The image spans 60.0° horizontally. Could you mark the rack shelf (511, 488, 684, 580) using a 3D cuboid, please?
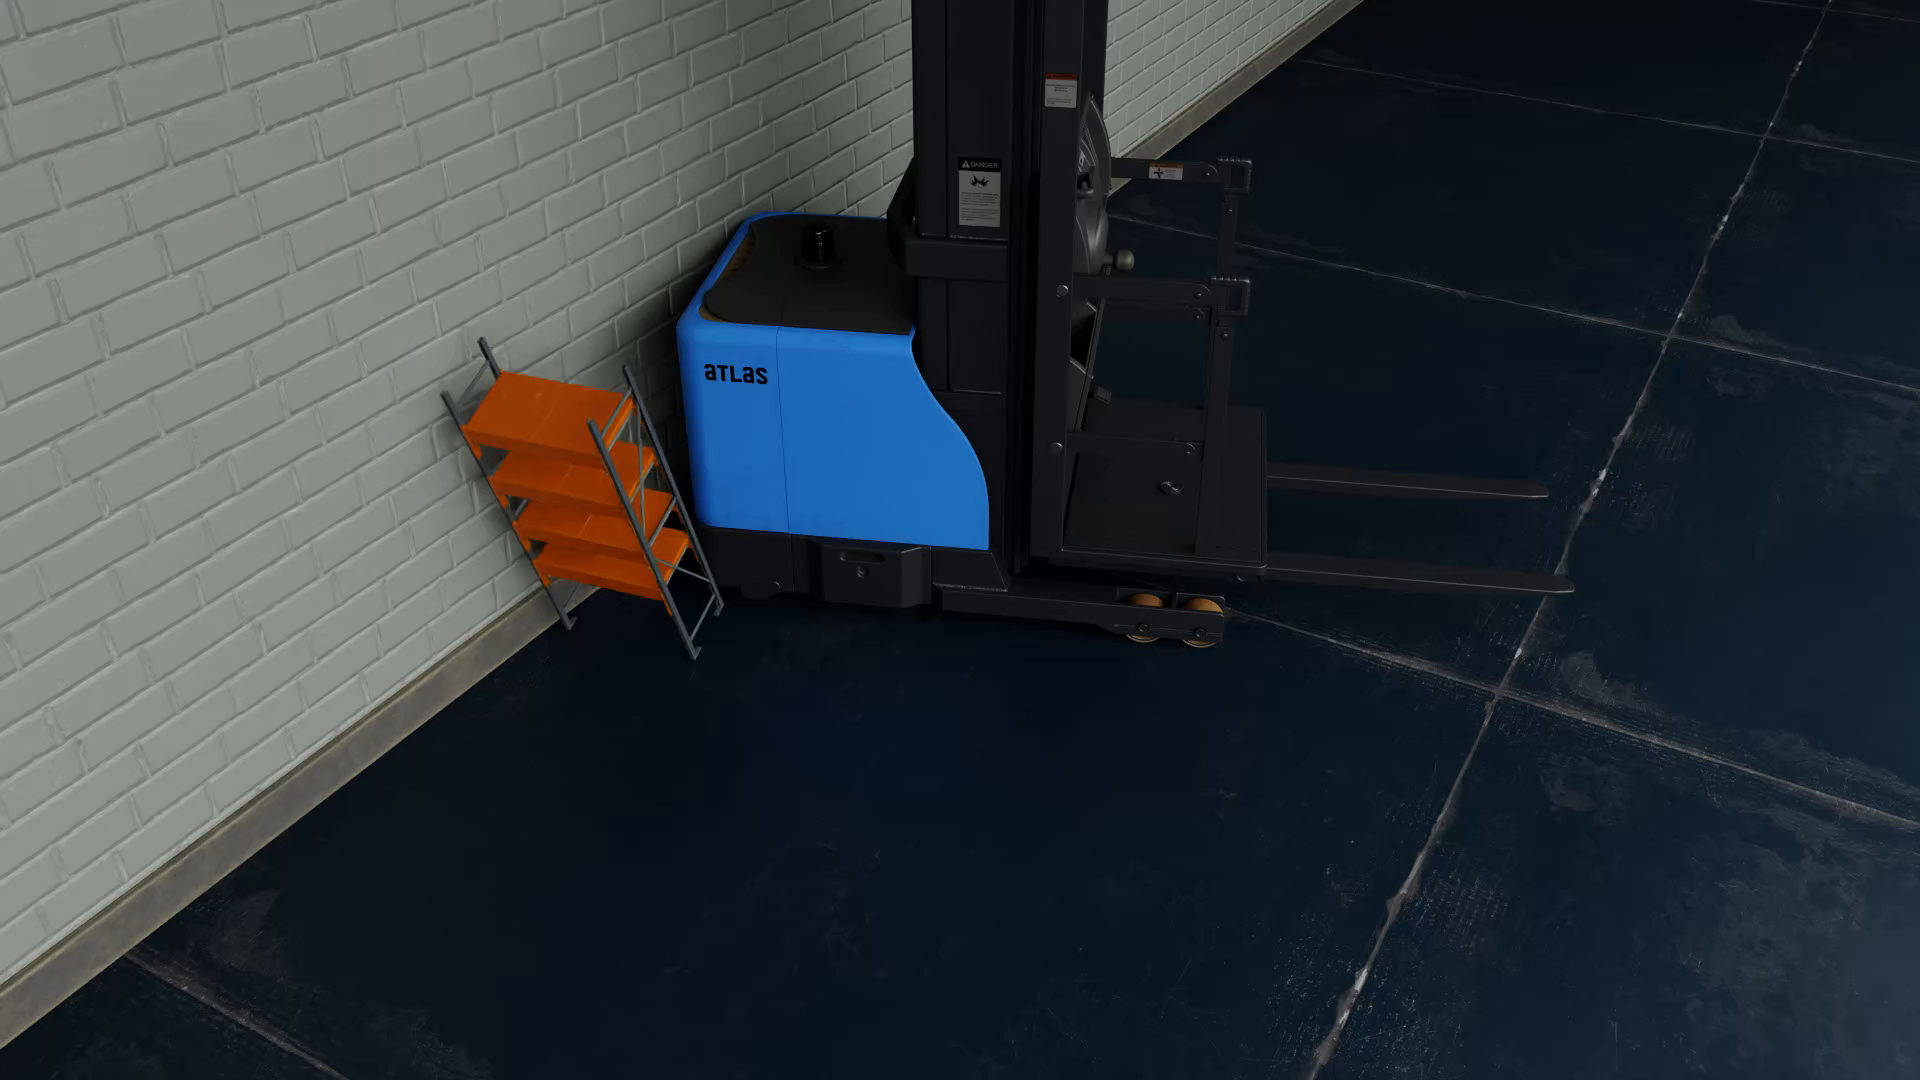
[{"bbox_3d":[-1.156,-0.059,5.346,0.480,0.148,0.258,12,55,17],"label":"rack shelf"}]

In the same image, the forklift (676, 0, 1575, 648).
[{"bbox_3d":[0.619,-1.168,5.360,3.031,2.935,1.130,5,34,7],"label":"forklift"}]

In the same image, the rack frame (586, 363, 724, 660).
[{"bbox_3d":[-0.935,-0.053,5.222,0.015,1.200,0.240,12,55,17],"label":"rack frame"}]

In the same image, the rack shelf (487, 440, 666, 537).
[{"bbox_3d":[-1.183,-0.195,5.171,0.480,0.148,0.258,12,55,17],"label":"rack shelf"}]

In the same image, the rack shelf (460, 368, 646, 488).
[{"bbox_3d":[-1.211,-0.340,4.986,0.480,0.148,0.258,12,55,17],"label":"rack shelf"}]

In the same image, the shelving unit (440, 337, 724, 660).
[{"bbox_3d":[-1.164,-0.100,5.293,0.503,1.200,0.258,12,55,17],"label":"shelving unit"}]

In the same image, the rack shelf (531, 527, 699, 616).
[{"bbox_3d":[-1.132,0.063,5.501,0.480,0.148,0.258,12,55,17],"label":"rack shelf"}]

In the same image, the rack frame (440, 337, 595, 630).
[{"bbox_3d":[-1.392,-0.147,5.365,0.015,1.200,0.240,12,55,17],"label":"rack frame"}]
